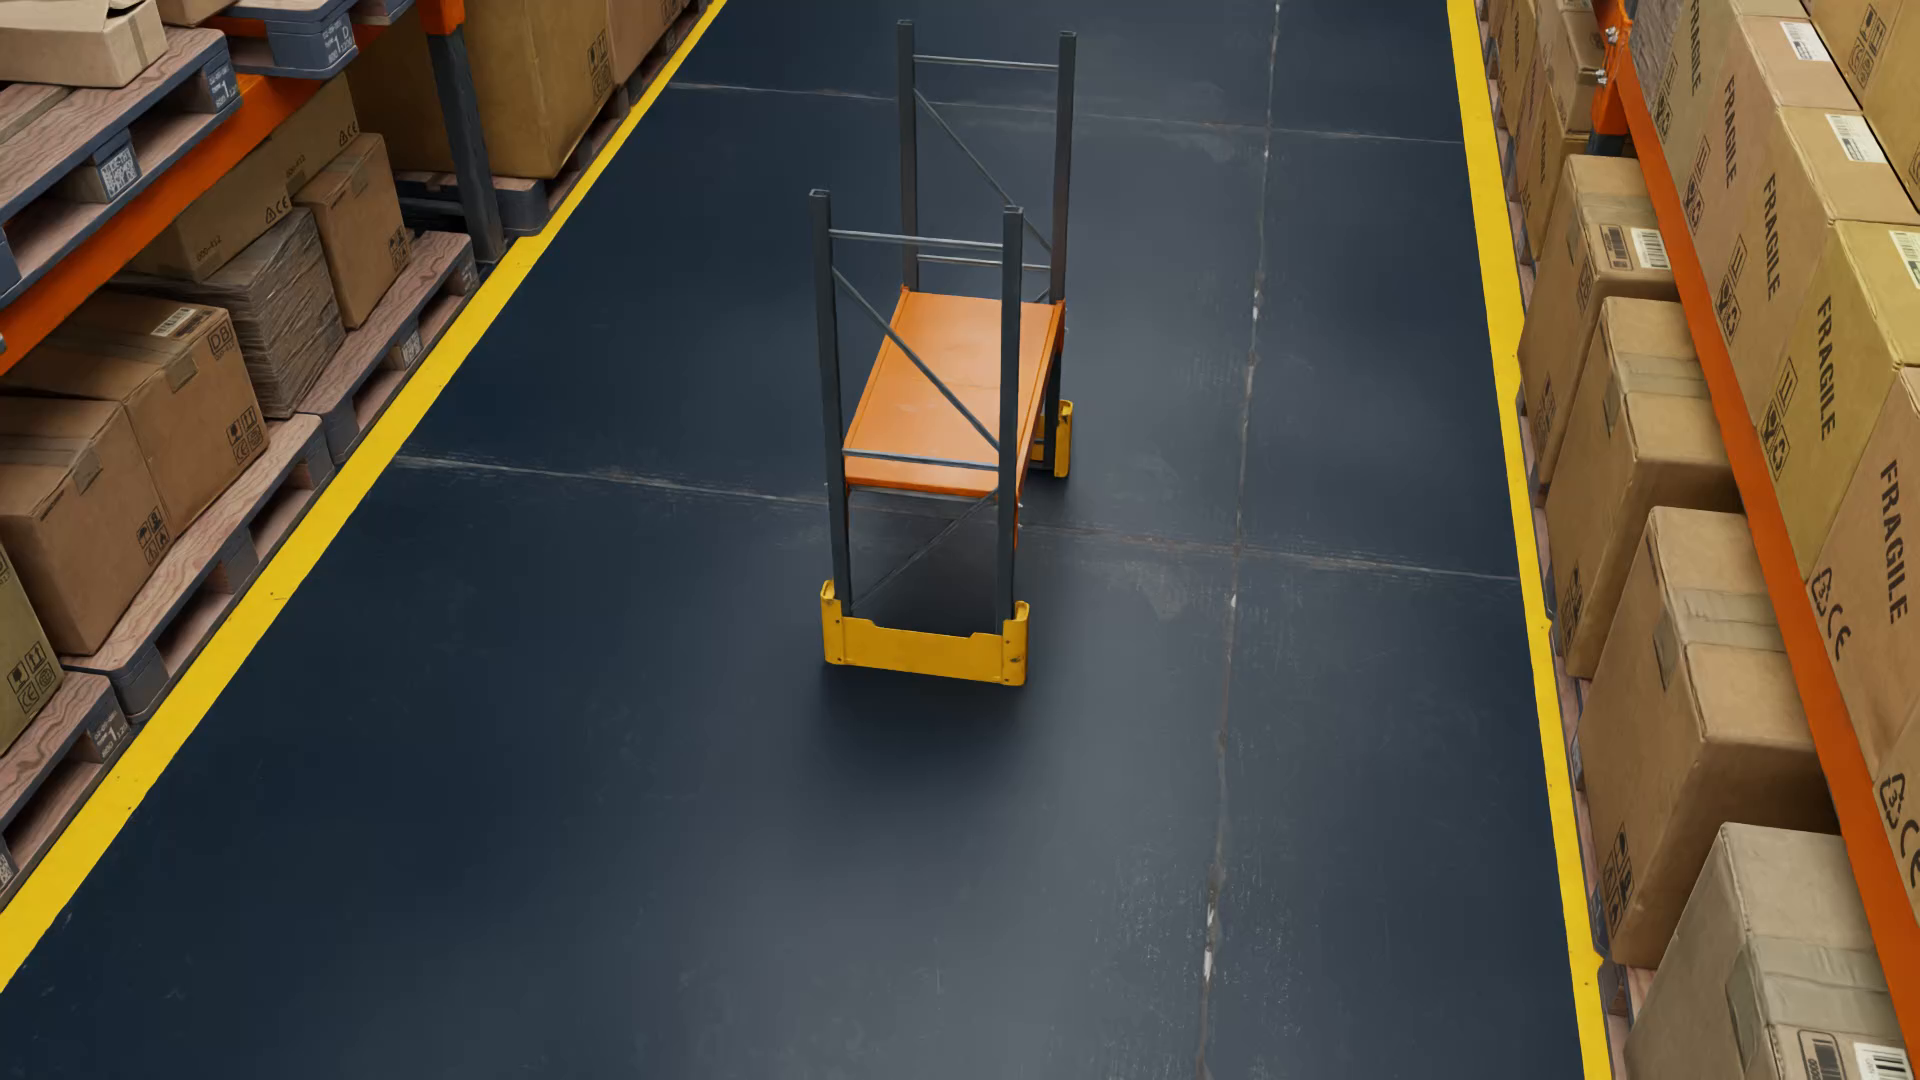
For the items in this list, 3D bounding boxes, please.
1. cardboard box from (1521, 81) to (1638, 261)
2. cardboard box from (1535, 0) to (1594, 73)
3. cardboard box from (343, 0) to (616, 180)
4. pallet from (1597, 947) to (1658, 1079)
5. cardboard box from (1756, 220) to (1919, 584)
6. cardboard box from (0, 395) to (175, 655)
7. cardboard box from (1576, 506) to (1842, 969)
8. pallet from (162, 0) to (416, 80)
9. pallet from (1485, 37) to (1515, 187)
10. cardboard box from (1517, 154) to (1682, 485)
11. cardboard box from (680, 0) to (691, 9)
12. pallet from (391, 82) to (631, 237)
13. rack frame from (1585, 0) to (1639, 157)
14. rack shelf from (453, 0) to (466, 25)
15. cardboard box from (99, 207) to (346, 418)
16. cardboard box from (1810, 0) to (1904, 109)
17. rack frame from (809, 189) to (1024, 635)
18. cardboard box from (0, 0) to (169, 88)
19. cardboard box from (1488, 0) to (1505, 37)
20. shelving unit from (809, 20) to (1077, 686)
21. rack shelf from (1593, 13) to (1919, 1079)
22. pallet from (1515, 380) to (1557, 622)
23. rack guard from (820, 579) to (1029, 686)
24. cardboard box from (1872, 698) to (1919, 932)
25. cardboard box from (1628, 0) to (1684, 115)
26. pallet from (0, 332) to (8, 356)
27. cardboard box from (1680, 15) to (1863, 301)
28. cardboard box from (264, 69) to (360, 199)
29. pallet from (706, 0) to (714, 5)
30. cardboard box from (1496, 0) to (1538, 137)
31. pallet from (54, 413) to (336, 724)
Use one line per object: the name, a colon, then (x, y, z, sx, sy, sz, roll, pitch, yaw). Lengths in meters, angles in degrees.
cardboard box: (2.412, -1.356, 6.168, 0.500, 0.500, 0.500, 6, 40, 7)
cardboard box: (2.492, -1.980, 6.334, 0.500, 0.250, 0.500, 7, 40, 8)
cardboard box: (-2.173, -2.100, 6.774, 1.225, 0.875, 0.875, 5, 40, 6)
pallet: (1.922, 1.377, 3.419, 1.003, 0.211, 1.213, 6, 40, 8)
cardboard box: (1.865, -0.235, 3.102, 0.500, 0.500, 0.500, 7, 40, 8)
cardboard box: (-2.680, -0.053, 4.577, 0.700, 0.500, 0.500, 3, 40, 4)
cardboard box: (2.052, 0.495, 3.733, 1.050, 0.750, 0.750, 6, 40, 8)
pallet: (-2.331, -1.793, 5.215, 1.213, 0.211, 1.003, 6, 40, 8)
pallet: (2.905, -1.895, 7.376, 1.003, 0.211, 1.213, 6, 40, 8)
cardboard box: (2.361, -0.638, 5.104, 1.050, 0.750, 0.750, 6, 40, 7)
cardboard box: (-1.865, -3.215, 8.122, 1.225, 0.875, 0.875, 5, 40, 6)
pallet: (-2.102, -1.738, 7.186, 1.003, 0.211, 1.213, 6, 40, 8)
rack frame: (2.555, -1.716, 4.971, 1.000, 3.000, 0.127, 6, 40, 8)
rack shelf: (-1.966, -3.304, 7.457, 1.077, 0.370, 4.000, 6, 40, 8)
cardboard box: (-2.492, -0.760, 5.432, 0.700, 0.500, 0.500, 3, 40, 4)
cardboard box: (2.295, -1.219, 3.507, 0.700, 0.500, 0.500, 6, 40, 7)
rack frame: (-0.103, -0.205, 4.321, 0.500, 1.500, 0.032, 6, 40, 8)
cardboard box: (-2.335, -1.360, 4.317, 0.396, 0.266, 0.258, 5, 40, 6)
cardboard box: (2.768, -2.658, 7.743, 0.500, 0.500, 0.500, 8, 40, 10)
shelving unit: (-0.013, -0.530, 4.714, 0.587, 1.500, 1.083, 6, 40, 8)
rack shelf: (2.209, -0.183, 3.682, 1.077, 0.370, 4.000, 6, 40, 8)
pallet: (2.344, -0.155, 5.271, 1.003, 0.211, 1.213, 6, 40, 8)
rack guard: (-0.099, 0.264, 4.734, 0.587, 0.250, 0.087, 6, 40, 8)
cardboard box: (1.690, 0.399, 2.335, 0.500, 0.500, 0.500, 6, 40, 7)
cardboard box: (2.212, -1.502, 4.635, 0.500, 0.500, 0.500, 7, 40, 8)
pallet: (-2.729, -0.205, 3.295, 1.003, 0.211, 1.213, 6, 40, 8)
cardboard box: (2.039, -0.866, 3.865, 0.500, 0.500, 0.500, 6, 40, 8)
cardboard box: (-2.399, -1.398, 5.614, 0.500, 0.250, 0.500, 8, 40, 9)
pallet: (-1.680, -3.269, 9.038, 1.003, 0.211, 1.213, 6, 40, 8)
cardboard box: (2.581, -2.015, 6.965, 0.500, 0.500, 0.500, 5, 40, 6)
pallet: (-2.663, 0.002, 5.082, 1.003, 0.211, 1.213, 6, 40, 8)
